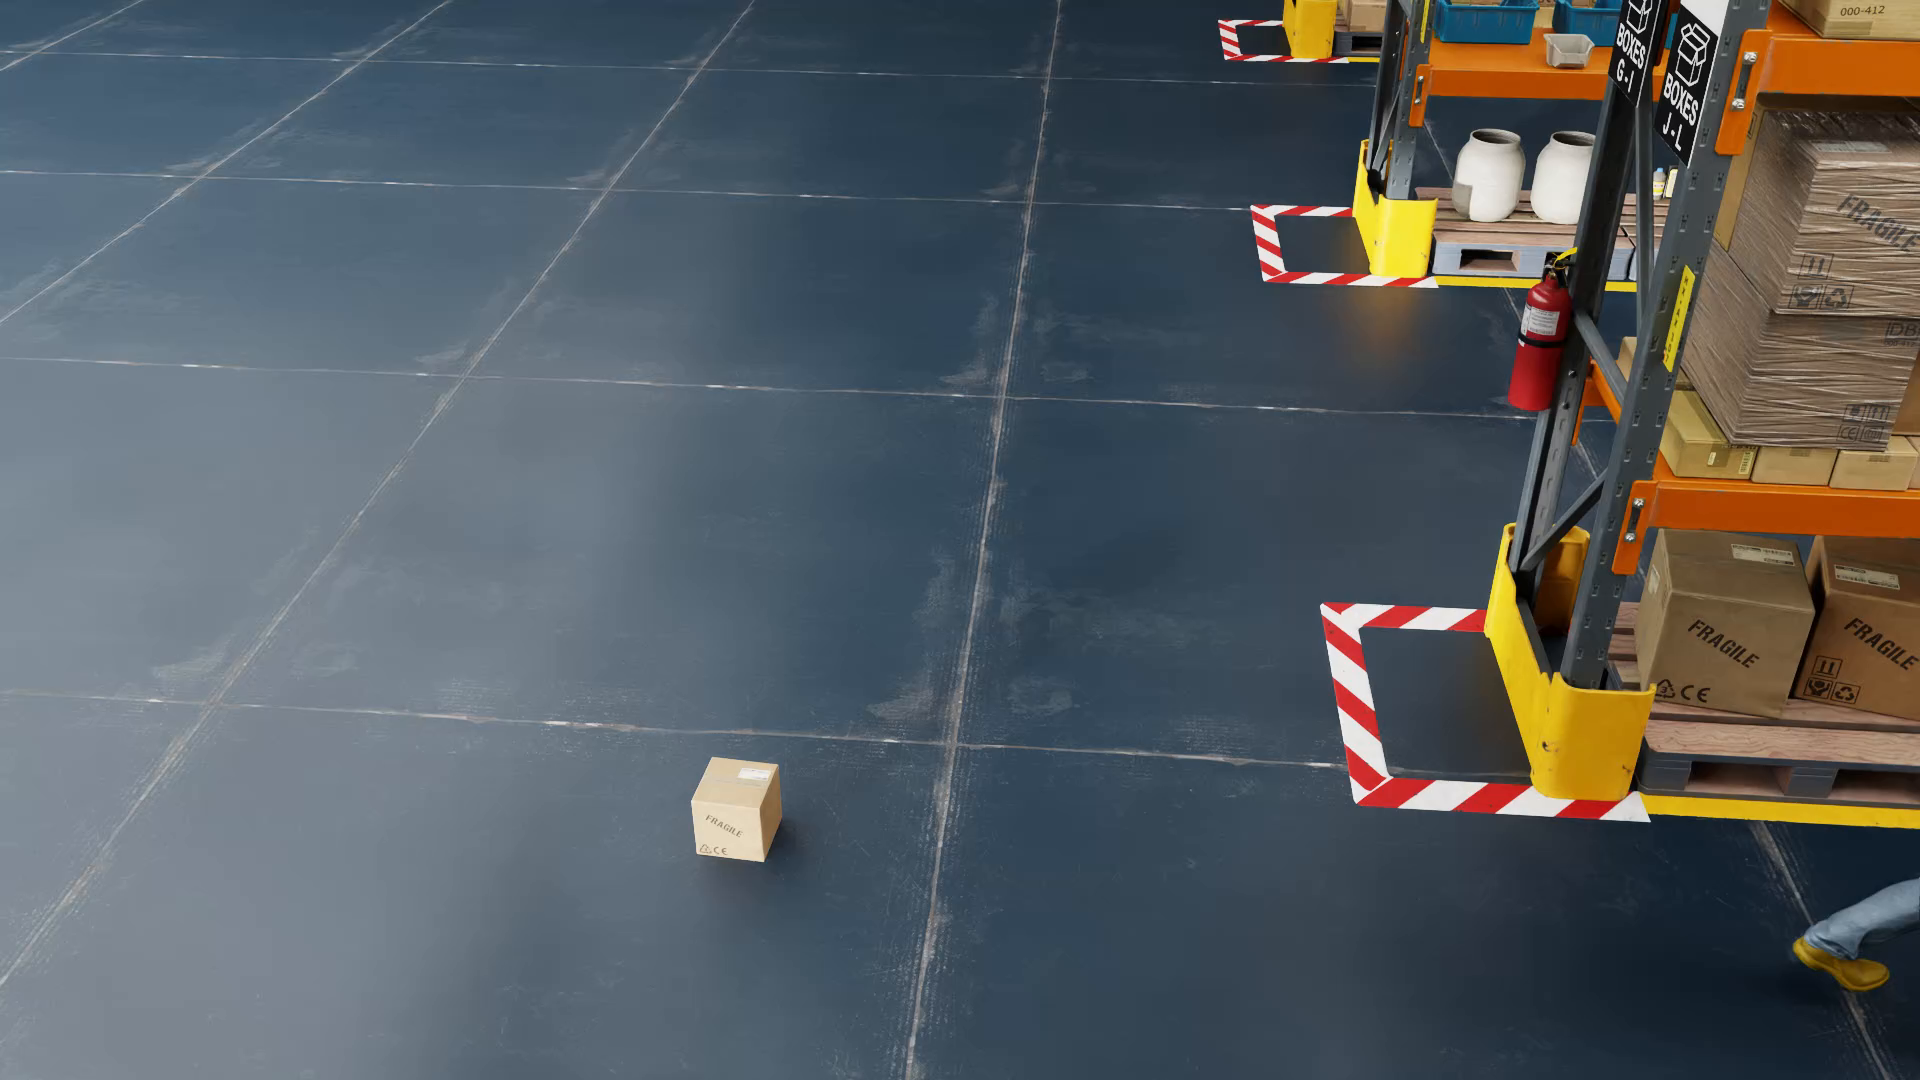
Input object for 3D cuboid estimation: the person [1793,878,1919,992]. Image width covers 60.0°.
[{"bbox_3d":[3.152,0.805,4.820,1.003,1.734,0.597,6,32,9],"label":"person"}]
